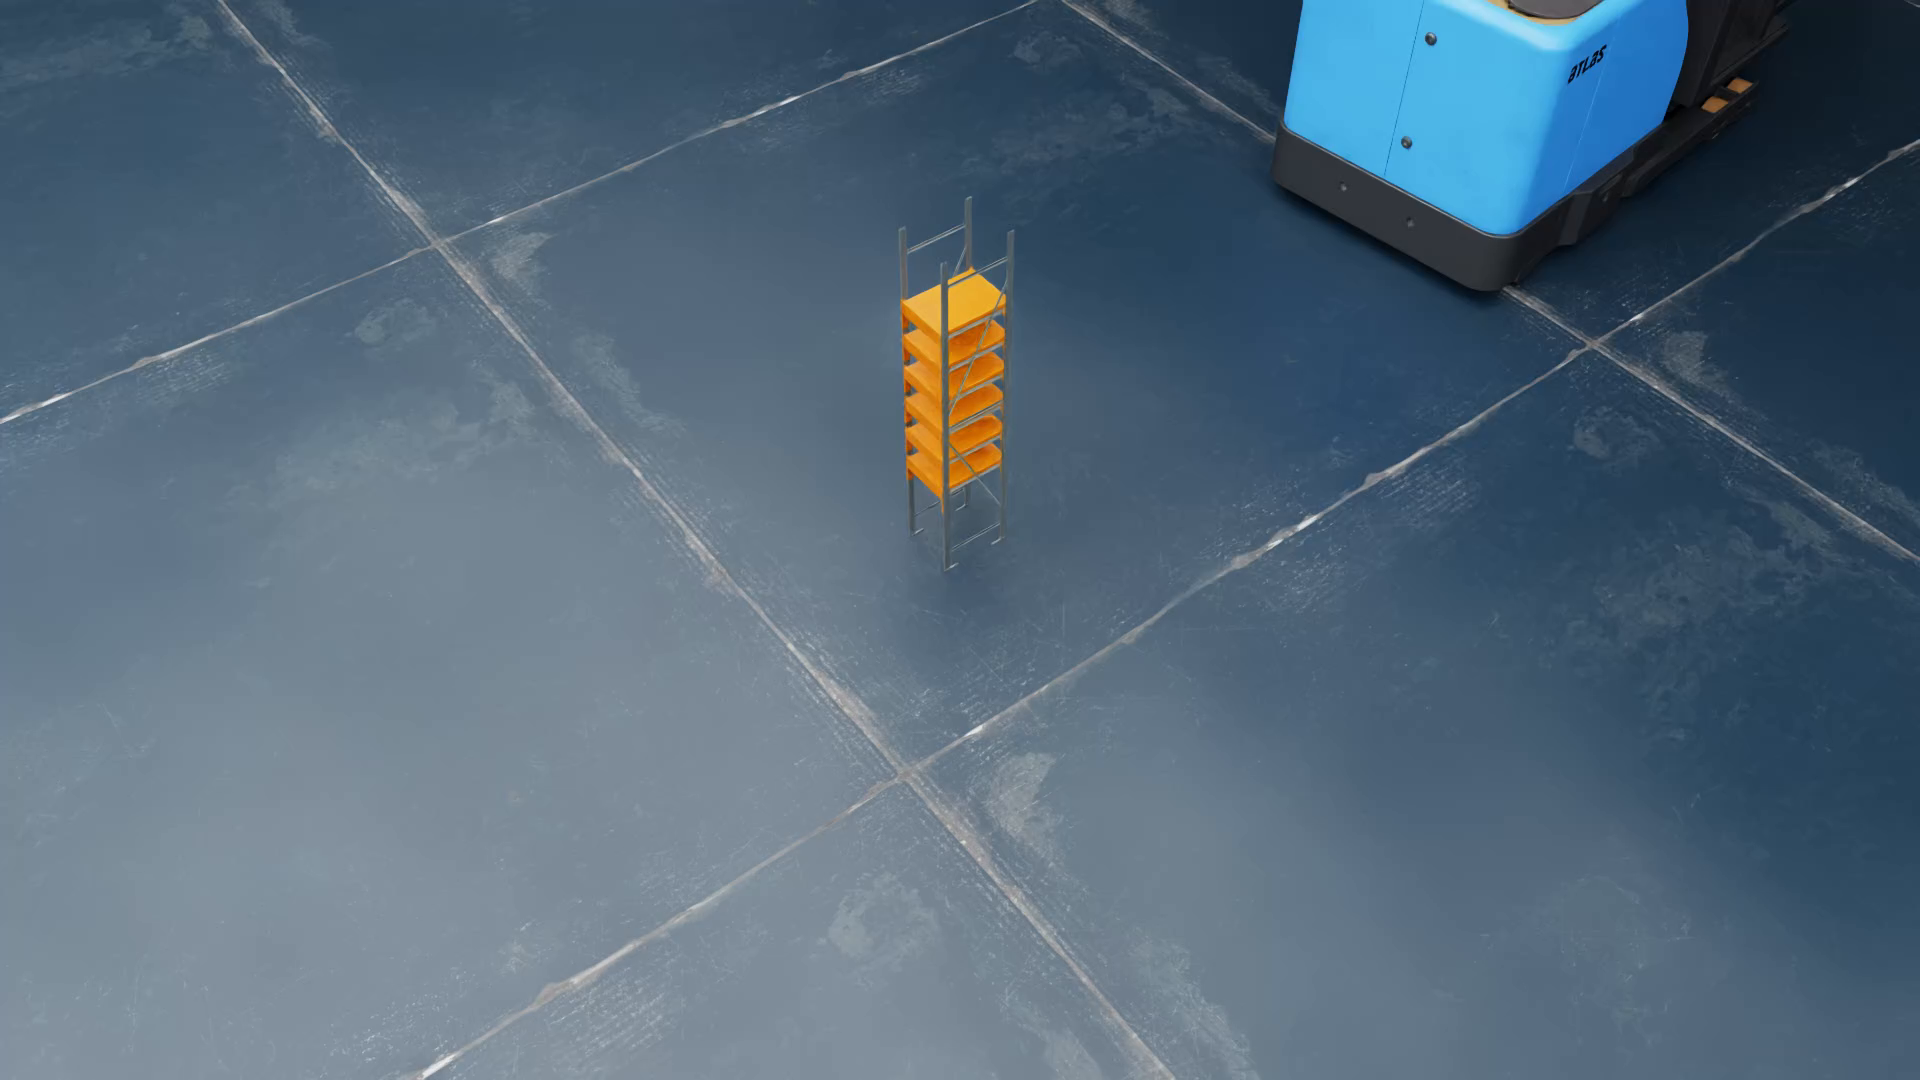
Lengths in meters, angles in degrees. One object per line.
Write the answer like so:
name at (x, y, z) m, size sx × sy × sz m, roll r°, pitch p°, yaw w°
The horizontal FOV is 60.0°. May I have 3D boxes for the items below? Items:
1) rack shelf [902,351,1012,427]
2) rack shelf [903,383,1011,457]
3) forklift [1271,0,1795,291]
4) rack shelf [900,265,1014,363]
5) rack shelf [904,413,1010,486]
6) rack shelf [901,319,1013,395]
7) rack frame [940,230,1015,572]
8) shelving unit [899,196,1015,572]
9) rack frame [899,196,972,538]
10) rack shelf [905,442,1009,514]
rack shelf at (-0.009, -0.462, 4.757) m, size 0.258 × 0.103 × 0.180 m, roll -29°, pitch 54°, yaw -24°
rack shelf at (-0.009, -0.382, 4.846) m, size 0.258 × 0.103 × 0.180 m, roll -29°, pitch 54°, yaw -24°
forklift at (2.613, -2.852, 5.857) m, size 3.031 × 2.935 × 1.130 m, roll -36°, pitch 57°, yaw -28°
rack shelf at (-0.009, -0.623, 4.579) m, size 0.258 × 0.103 × 0.180 m, roll -29°, pitch 54°, yaw -24°
rack shelf at (-0.009, -0.301, 4.935) m, size 0.258 × 0.103 × 0.180 m, roll -29°, pitch 54°, yaw -24°
rack shelf at (-0.009, -0.543, 4.668) m, size 0.258 × 0.103 × 0.180 m, roll -29°, pitch 54°, yaw -24°
rack frame at (0.047, -0.358, 4.764) m, size 0.240 × 1.200 × 0.006 m, roll -29°, pitch 54°, yaw -24°
shelving unit at (-0.009, -0.412, 4.813) m, size 0.258 × 1.200 × 0.189 m, roll -29°, pitch 54°, yaw -24°
rack frame at (-0.064, -0.465, 4.862) m, size 0.240 × 1.200 × 0.006 m, roll -29°, pitch 54°, yaw -24°
rack shelf at (-0.009, -0.220, 5.024) m, size 0.258 × 0.103 × 0.180 m, roll -29°, pitch 54°, yaw -24°
